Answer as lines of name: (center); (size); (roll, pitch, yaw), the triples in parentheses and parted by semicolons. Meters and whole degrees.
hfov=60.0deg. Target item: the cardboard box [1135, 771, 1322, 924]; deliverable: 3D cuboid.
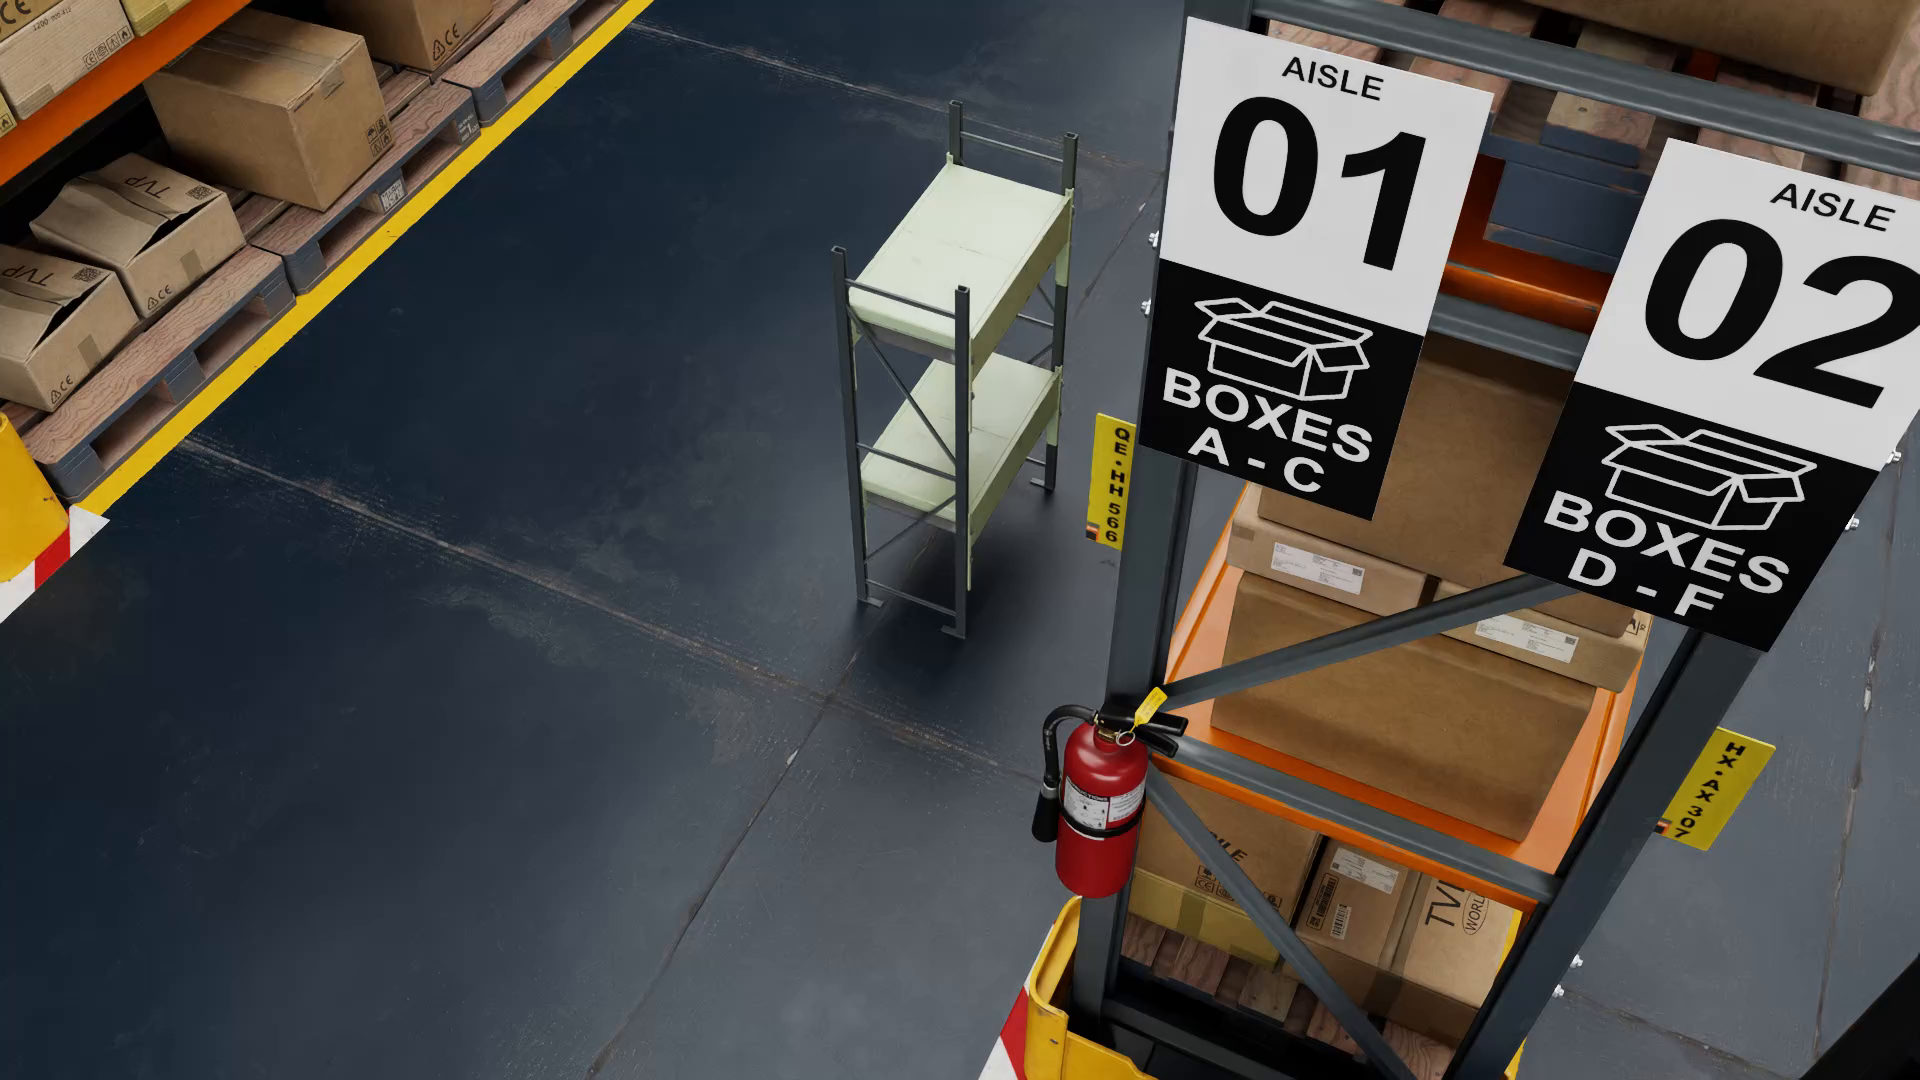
cardboard box: (0.723, 0.589, 4.316); (0.500, 0.500, 0.500); (20, 52, 16)

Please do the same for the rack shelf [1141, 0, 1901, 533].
rack shelf: (1.618, -1.573, 3.621); (1.077, 0.370, 4.000); (20, 52, 16)

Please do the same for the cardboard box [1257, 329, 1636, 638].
cardboard box: (0.997, -0.263, 3.087); (0.700, 0.500, 0.500); (20, 52, 16)

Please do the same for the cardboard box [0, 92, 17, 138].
cardboard box: (-3.222, -1.256, 4.935); (0.500, 0.250, 0.500); (18, 52, 15)

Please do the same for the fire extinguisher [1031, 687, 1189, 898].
fire extinguisher: (0.293, 0.499, 3.407); (0.296, 0.674, 0.183); (20, 52, 16)

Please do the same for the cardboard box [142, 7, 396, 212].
cardboard box: (-2.738, -1.727, 6.602); (0.700, 0.500, 0.500); (17, 52, 14)

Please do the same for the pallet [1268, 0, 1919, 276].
pallet: (1.089, -0.878, 2.616); (1.003, 0.211, 1.213); (20, 52, 16)

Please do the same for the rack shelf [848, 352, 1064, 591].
rack shelf: (-0.003, -0.270, 5.423); (0.431, 0.370, 0.720); (20, 52, 16)

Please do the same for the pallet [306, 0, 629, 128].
pallet: (-2.263, -2.442, 7.690); (1.003, 0.211, 1.213); (20, 52, 16)

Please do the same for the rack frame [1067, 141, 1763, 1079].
rack frame: (0.763, 0.544, 3.318); (1.000, 3.000, 0.127); (20, 52, 16)

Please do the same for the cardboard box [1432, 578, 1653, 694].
cardboard box: (1.126, 0.101, 3.203); (0.380, 0.149, 0.250); (19, 52, 16)

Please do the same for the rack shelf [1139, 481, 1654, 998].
rack shelf: (1.618, -0.600, 4.764); (1.077, 0.370, 4.000); (20, 52, 16)

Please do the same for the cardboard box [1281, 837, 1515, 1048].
cardboard box: (1.194, 1.002, 4.458); (0.500, 0.250, 0.500); (20, 52, 16)

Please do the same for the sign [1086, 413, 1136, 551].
sign: (0.279, -0.095, 2.945); (0.100, 0.325, 0.005); (20, 52, 16)

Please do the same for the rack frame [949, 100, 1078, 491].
rack frame: (0.154, -0.733, 5.389); (0.400, 1.500, 0.023); (20, 52, 16)

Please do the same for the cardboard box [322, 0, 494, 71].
cardboard box: (-2.415, -2.425, 7.196); (0.500, 0.500, 0.500); (16, 52, 13)

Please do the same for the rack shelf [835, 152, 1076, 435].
rack shelf: (-0.003, -0.734, 4.878); (0.431, 0.370, 0.720); (20, 52, 16)

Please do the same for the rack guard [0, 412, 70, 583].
rack guard: (-3.685, -0.308, 5.684); (1.175, 0.500, 0.348); (20, 52, 16)

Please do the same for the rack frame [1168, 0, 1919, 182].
rack frame: (0.763, -1.401, 1.033); (1.000, 3.000, 0.127); (20, 52, 16)

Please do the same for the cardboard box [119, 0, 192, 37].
cardboard box: (-2.790, -1.967, 5.540); (0.500, 0.250, 0.500); (19, 52, 16)

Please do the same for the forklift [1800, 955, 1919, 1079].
forklift: (1.850, 1.546, 2.510); (3.031, 2.935, 1.130); (8, 50, 7)

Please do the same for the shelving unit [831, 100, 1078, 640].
shelving unit: (-0.003, -0.481, 5.175); (0.431, 1.500, 0.755); (20, 52, 16)

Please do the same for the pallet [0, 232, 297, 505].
pallet: (-3.306, -0.762, 6.260); (1.003, 0.211, 1.213); (20, 52, 16)

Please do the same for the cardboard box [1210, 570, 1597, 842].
cardboard box: (0.974, 0.194, 3.550); (0.700, 0.500, 0.500); (20, 52, 16)

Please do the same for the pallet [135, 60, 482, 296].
pallet: (-2.783, -1.599, 6.972); (1.003, 0.211, 1.213); (20, 52, 16)

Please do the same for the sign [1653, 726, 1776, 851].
sign: (1.263, 0.422, 2.801); (0.100, 0.325, 0.005); (20, 52, 16)

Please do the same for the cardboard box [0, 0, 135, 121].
cardboard box: (-3.013, -1.618, 5.243); (0.500, 0.250, 0.500); (18, 52, 15)

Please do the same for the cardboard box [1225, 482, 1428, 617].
cardboard box: (0.754, -0.024, 3.309); (0.380, 0.149, 0.250); (19, 52, 15)

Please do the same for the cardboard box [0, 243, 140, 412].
cardboard box: (-3.340, -0.784, 5.924); (0.500, 0.311, 0.500); (14, 51, 12)

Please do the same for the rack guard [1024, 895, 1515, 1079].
rack guard: (0.753, 1.370, 4.256); (1.175, 0.500, 0.348); (20, 52, 16)

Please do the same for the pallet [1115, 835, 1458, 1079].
pallet: (1.052, 0.907, 4.840); (1.003, 0.211, 1.213); (20, 52, 16)

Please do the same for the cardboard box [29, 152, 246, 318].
cardboard box: (-3.097, -1.177, 6.258); (0.500, 0.311, 0.500); (24, 54, 19)

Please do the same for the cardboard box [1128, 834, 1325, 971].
cardboard box: (0.725, 0.833, 4.601); (0.500, 0.250, 0.500); (20, 52, 16)

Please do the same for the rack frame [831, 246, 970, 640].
rack frame: (-0.159, -0.229, 4.960); (0.400, 1.500, 0.023); (20, 52, 16)

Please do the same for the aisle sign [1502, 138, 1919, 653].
aisle sign: (1.012, -0.154, 2.205); (0.394, 0.787, 0.004); (20, 52, 16)

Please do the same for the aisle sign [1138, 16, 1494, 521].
aisle sign: (0.470, -0.349, 2.371); (0.394, 0.787, 0.004); (20, 52, 16)

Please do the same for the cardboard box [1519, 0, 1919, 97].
cardboard box: (1.013, -1.038, 2.259); (0.797, 0.503, 0.637); (23, 53, 18)
